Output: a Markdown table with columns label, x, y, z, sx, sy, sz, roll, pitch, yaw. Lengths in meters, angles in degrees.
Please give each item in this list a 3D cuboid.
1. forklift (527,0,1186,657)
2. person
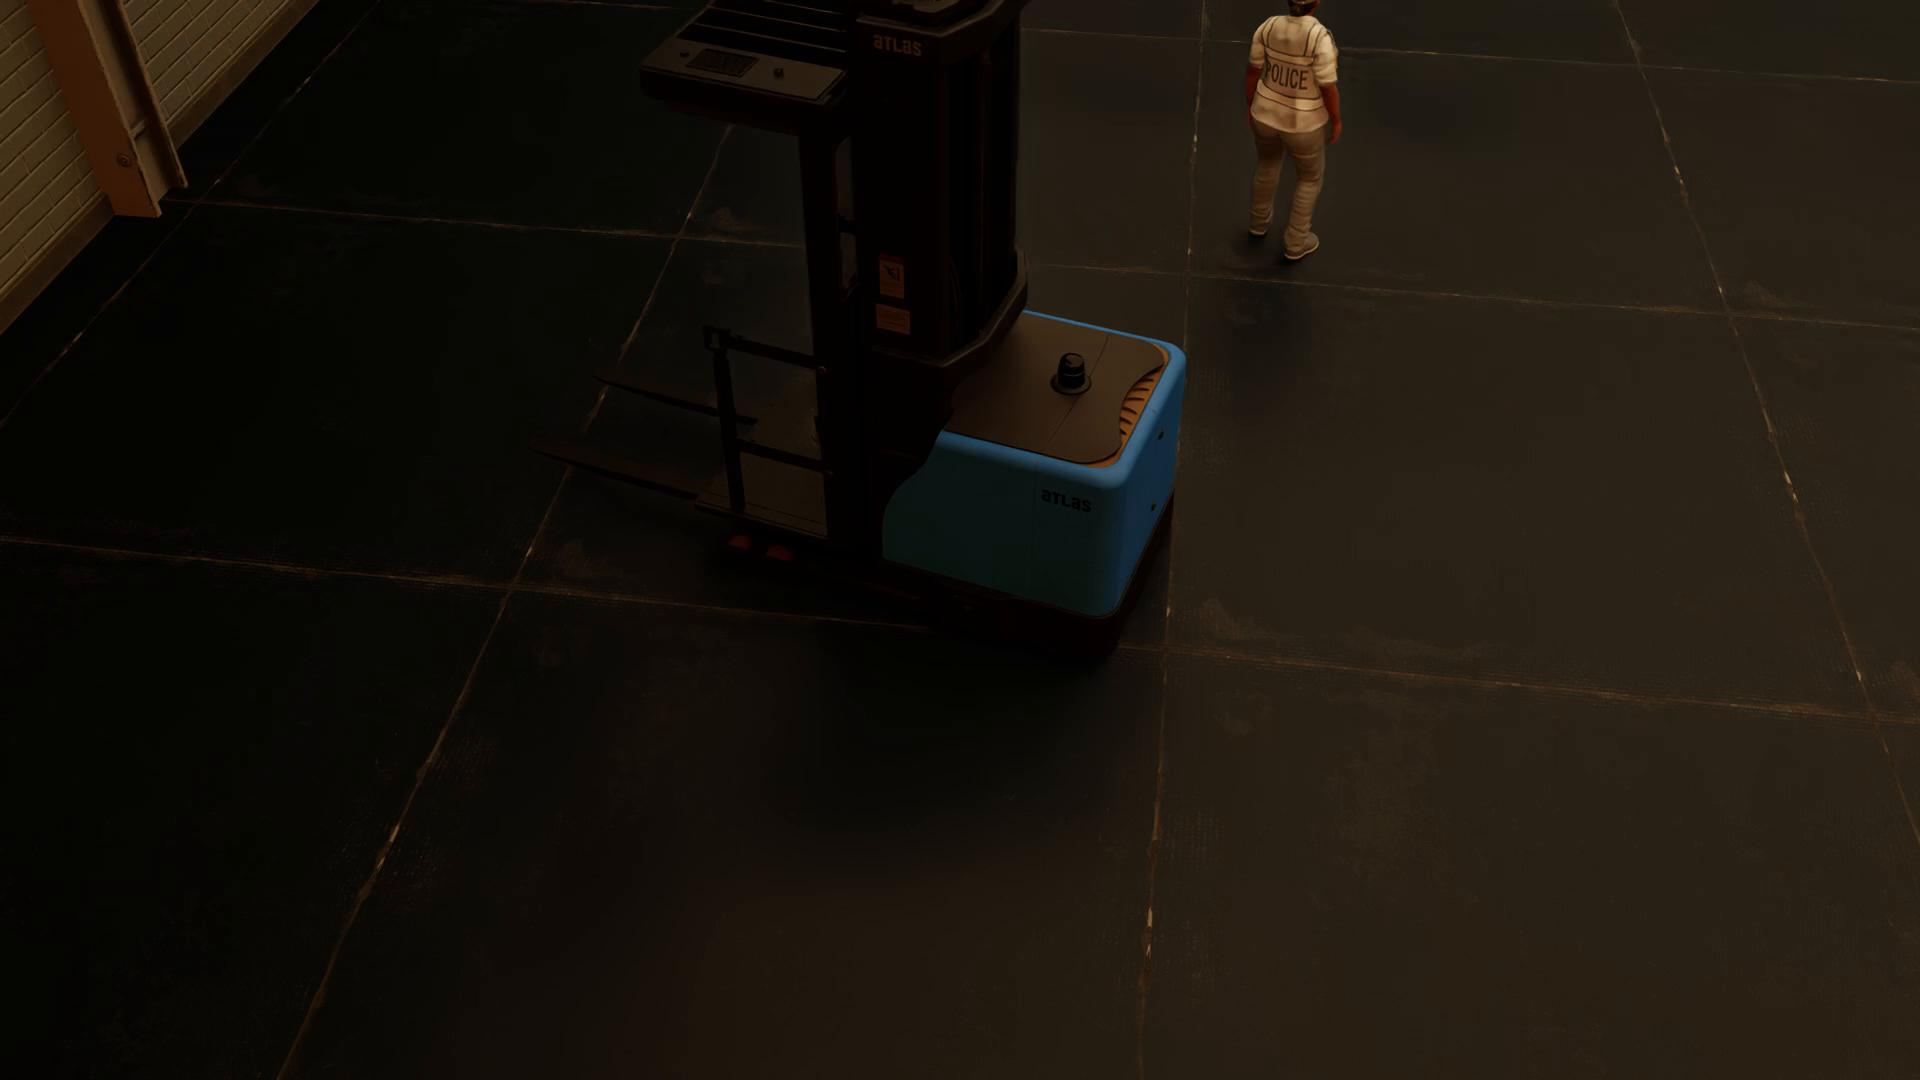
| label | x | y | z | sx | sy | sz | roll | pitch | yaw |
| --- | --- | --- | --- | --- | --- | --- | --- | --- | --- |
| forklift | -0.572 | -1.203 | 7.034 | 3.031 | 2.935 | 1.130 | 15 | 45 | 16 |
| person | 1.864 | -2.356 | 9.250 | 0.555 | 1.693 | 0.486 | 28 | 49 | 27 |
